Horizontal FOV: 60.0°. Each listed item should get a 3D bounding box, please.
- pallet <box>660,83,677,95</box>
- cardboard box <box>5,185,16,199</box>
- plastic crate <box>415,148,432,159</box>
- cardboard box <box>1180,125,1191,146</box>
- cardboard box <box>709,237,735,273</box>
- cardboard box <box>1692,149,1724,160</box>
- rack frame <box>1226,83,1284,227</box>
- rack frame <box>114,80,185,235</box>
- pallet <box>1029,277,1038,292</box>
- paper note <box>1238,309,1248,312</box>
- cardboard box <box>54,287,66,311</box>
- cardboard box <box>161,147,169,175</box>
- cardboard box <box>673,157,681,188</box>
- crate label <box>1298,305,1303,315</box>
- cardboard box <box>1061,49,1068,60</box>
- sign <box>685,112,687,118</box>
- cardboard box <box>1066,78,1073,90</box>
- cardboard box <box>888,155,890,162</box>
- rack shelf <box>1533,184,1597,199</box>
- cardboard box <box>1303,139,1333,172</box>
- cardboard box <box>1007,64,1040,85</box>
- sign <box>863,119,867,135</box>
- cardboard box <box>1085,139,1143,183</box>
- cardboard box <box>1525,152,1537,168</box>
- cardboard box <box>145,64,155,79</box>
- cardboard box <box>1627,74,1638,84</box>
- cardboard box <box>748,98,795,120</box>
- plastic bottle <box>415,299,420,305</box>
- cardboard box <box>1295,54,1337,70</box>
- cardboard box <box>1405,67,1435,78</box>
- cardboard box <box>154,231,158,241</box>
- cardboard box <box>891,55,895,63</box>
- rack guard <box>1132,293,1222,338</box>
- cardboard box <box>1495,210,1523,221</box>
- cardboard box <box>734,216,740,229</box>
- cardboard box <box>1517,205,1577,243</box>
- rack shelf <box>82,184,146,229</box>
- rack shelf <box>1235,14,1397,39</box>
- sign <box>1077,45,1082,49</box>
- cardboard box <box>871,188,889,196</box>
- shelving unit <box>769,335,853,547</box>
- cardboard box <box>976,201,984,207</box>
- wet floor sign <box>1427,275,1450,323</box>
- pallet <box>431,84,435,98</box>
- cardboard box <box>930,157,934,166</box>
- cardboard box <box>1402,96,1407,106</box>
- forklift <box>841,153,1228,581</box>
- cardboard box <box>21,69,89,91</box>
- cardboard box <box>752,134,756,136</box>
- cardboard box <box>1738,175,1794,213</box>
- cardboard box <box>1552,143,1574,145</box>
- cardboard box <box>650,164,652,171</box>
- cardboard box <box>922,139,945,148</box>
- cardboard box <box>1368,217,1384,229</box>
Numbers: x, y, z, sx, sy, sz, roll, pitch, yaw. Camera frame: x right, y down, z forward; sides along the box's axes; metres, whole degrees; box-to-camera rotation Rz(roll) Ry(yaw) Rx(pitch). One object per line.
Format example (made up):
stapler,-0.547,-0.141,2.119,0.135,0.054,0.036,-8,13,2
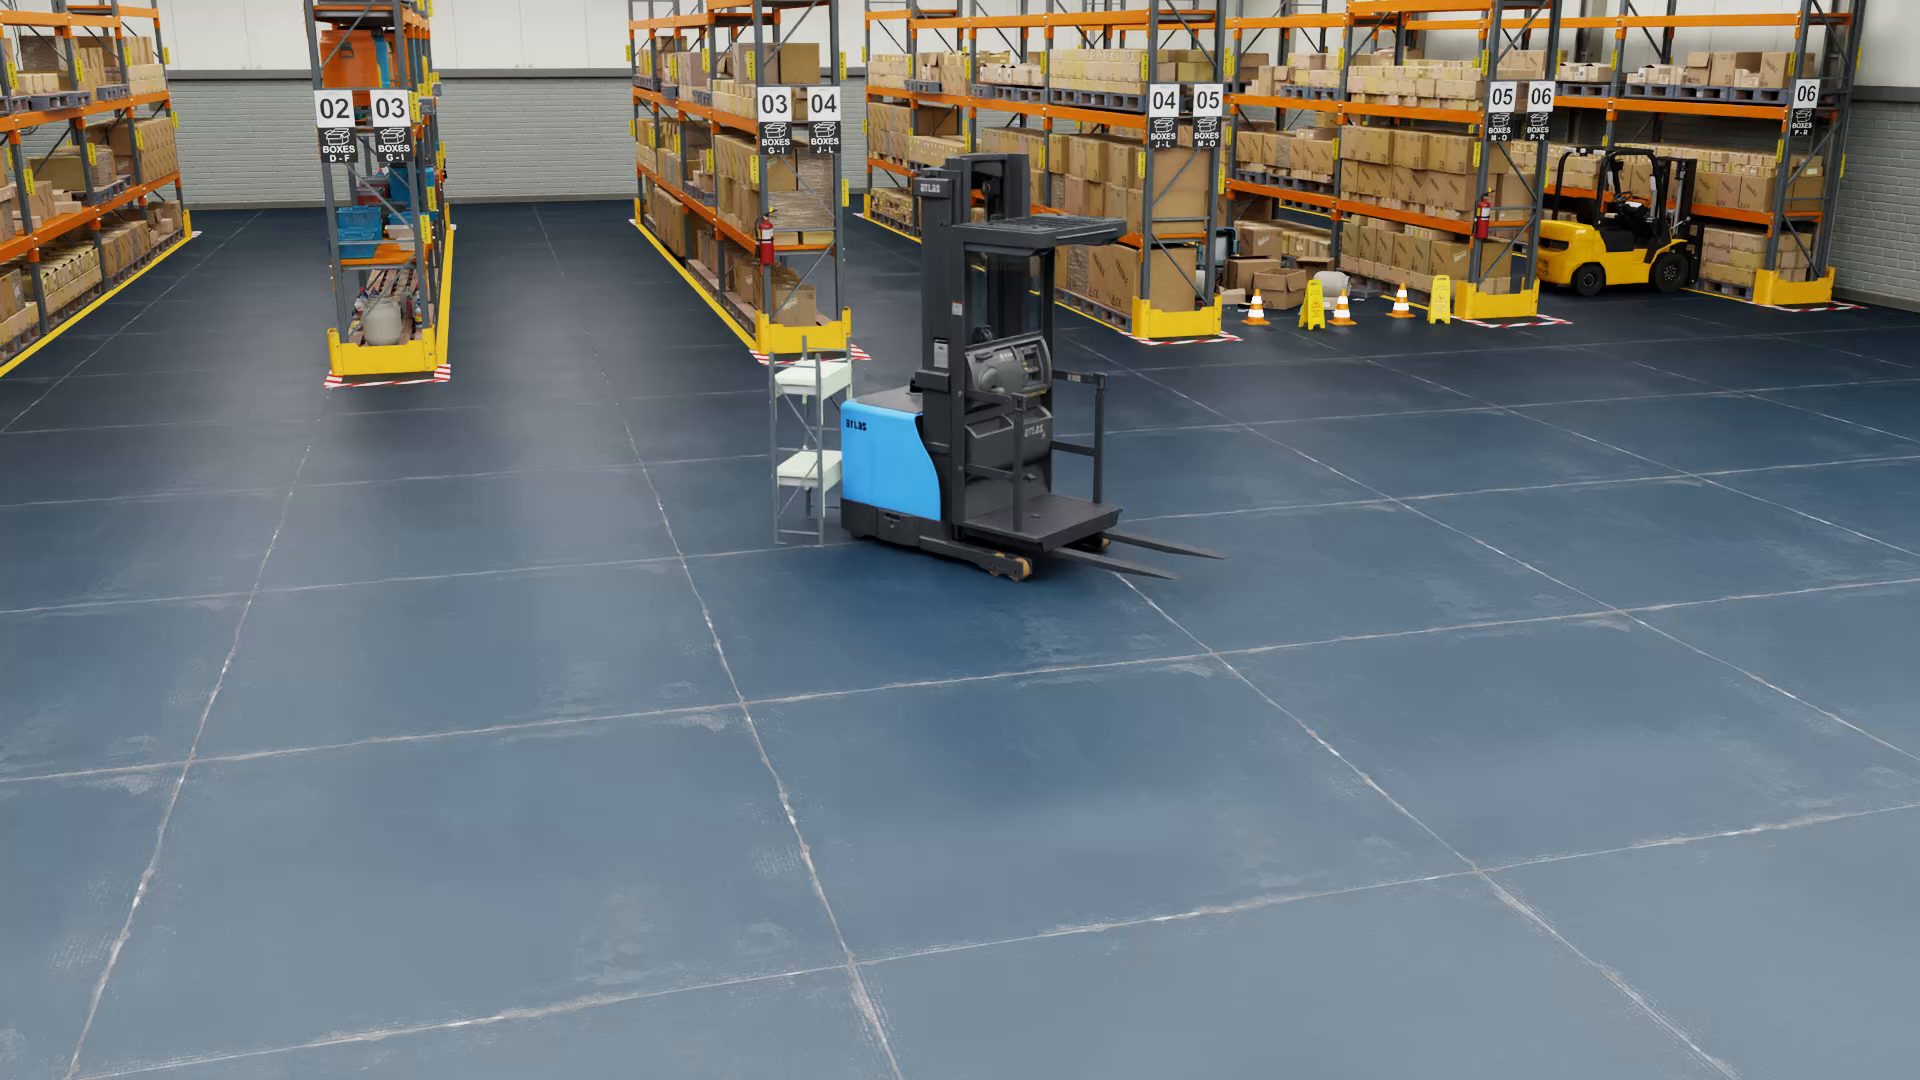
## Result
pallet,-4.677,-7.848,28.978,1.003,0.211,1.213,-4,17,-13
cardboard box,-12.285,-4.430,21.185,0.380,0.149,0.250,-5,17,-15
plastic crate,-10.005,-7.060,31.024,0.402,0.464,0.583,-5,17,-15
cardboard box,4.585,-7.871,32.029,0.500,0.500,0.500,-5,17,-16
cardboard box,-3.608,-4.540,26.431,0.700,0.500,0.500,-3,17,-11
cardboard box,11.631,-5.990,25.860,0.380,0.149,0.250,-4,17,-14
rack frame,5.389,-6.802,30.383,1.000,3.000,0.127,-5,17,-15
rack frame,-15.863,-7.449,32.537,1.000,3.000,0.127,-5,17,-15
pallet,1.473,-4.148,26.395,1.003,0.211,1.213,-5,17,-15
paper note,4.069,-3.304,23.900,0.144,0.017,0.142,1,17,4
cardboard box,-12.577,-3.287,22.730,0.500,0.250,0.500,-4,17,-14
cardboard box,-15.201,-7.113,31.244,0.500,0.500,0.500,-5,17,-15
cardboard box,-4.644,-6.322,28.610,0.500,0.500,0.500,-5,17,-16
crate label,4.980,-3.266,23.586,0.298,0.136,0.250,16,23,42
cardboard box,1.671,-6.955,23.826,0.380,0.149,0.250,-5,17,-16
sign,-5.812,-8.938,35.070,0.100,0.325,0.005,-5,17,-15
cardboard box,1.739,-6.504,23.710,0.380,0.149,0.250,-5,17,-16
cardboard box,-1.289,-7.932,34.582,0.380,0.149,0.250,-4,17,-13
rack shelf,10.711,-6.298,29.954,1.077,0.370,4.000,-5,17,-15
cardboard box,6.004,-6.334,27.403,0.500,0.500,0.500,-5,17,-15
cardboard box,1.064,-7.387,26.366,0.500,0.311,0.500,-5,18,-17
sign,-2.062,-8.967,36.086,0.100,0.325,0.005,-5,17,-15
cardboard box,2.258,-5.311,23.282,0.875,0.550,0.500,-5,17,-15
cardboard box,10.476,-6.797,29.757,0.500,0.250,0.500,-4,17,-14
cardboard box,-15.206,-8.655,30.728,0.500,0.250,0.500,-5,17,-15
cardboard box,11.092,-7.506,27.046,0.380,0.149,0.250,-4,17,-14
cardboard box,-2.317,-5.284,20.375,0.500,0.250,0.500,-4,17,-14
plastic bottle,-7.079,-3.023,21.779,0.097,0.271,0.097,0,17,0
cardboard box,5.905,-7.932,27.591,0.500,0.250,0.500,-4,17,-14
cardboard box,6.768,-6.857,24.403,0.380,0.149,0.250,-4,17,-14
cardboard box,-14.919,-5.568,30.435,0.380,0.166,0.250,-5,17,-15
cardboard box,-1.171,-9.705,33.531,0.380,0.149,0.250,-5,17,-16
rack guard,2.863,-2.966,21.957,1.175,0.500,0.348,-5,17,-15
cardboard box,7.694,-4.579,23.419,0.380,0.149,0.250,-5,17,-15
cardboard box,-2.845,-4.295,22.472,0.380,0.149,0.250,-5,17,-15
cardboard box,10.692,-5.719,30.176,0.875,0.625,0.625,-5,18,-18
rack shelf,-14.215,-5.445,27.116,1.077,0.370,4.000,-5,17,-15
rack shelf,5.939,-8.586,27.839,1.077,0.370,4.000,-5,17,-15
sign,2.656,-10.866,37.040,0.100,0.325,0.005,-5,17,-15
cardboard box,-1.723,-7.544,36.046,0.380,0.149,0.250,-6,18,-18
shelving unit,-1.146,-0.781,12.941,0.431,1.500,0.755,4,17,14
cardboard box,0.218,-5.914,29.739,0.500,0.250,0.500,-5,17,-17
wet floor sign,6.611,-3.324,22.898,0.267,0.644,0.232,1,17,4
pallet,-9.377,-7.557,28.010,1.003,0.211,1.213,-5,17,-15
cardboard box,-0.345,-6.994,30.728,0.380,0.149,0.250,-6,18,-18
cardboard box,6.762,-6.479,24.530,0.380,0.149,0.250,-5,17,-15
forklift,0.523,-1.279,12.114,3.031,2.935,1.130,13,21,38
cardboard box,-13.957,-6.980,25.587,0.910,0.500,0.500,-5,17,-15
cardboard box,-2.651,-5.479,23.548,0.500,0.500,0.500,-5,17,-15
cardboard box,11.972,-5.146,24.695,0.500,0.500,0.500,-5,17,-16
cardboard box,10.885,-7.057,29.930,0.380,0.149,0.250,-4,17,-14
cardboard box,-5.778,-7.205,32.162,0.380,0.149,0.250,-5,17,-16
cardboard box,-0.488,-7.422,31.118,0.380,0.149,0.250,-5,17,-16
cardboard box,6.511,-4.884,25.615,0.380,0.149,0.250,-4,17,-13
